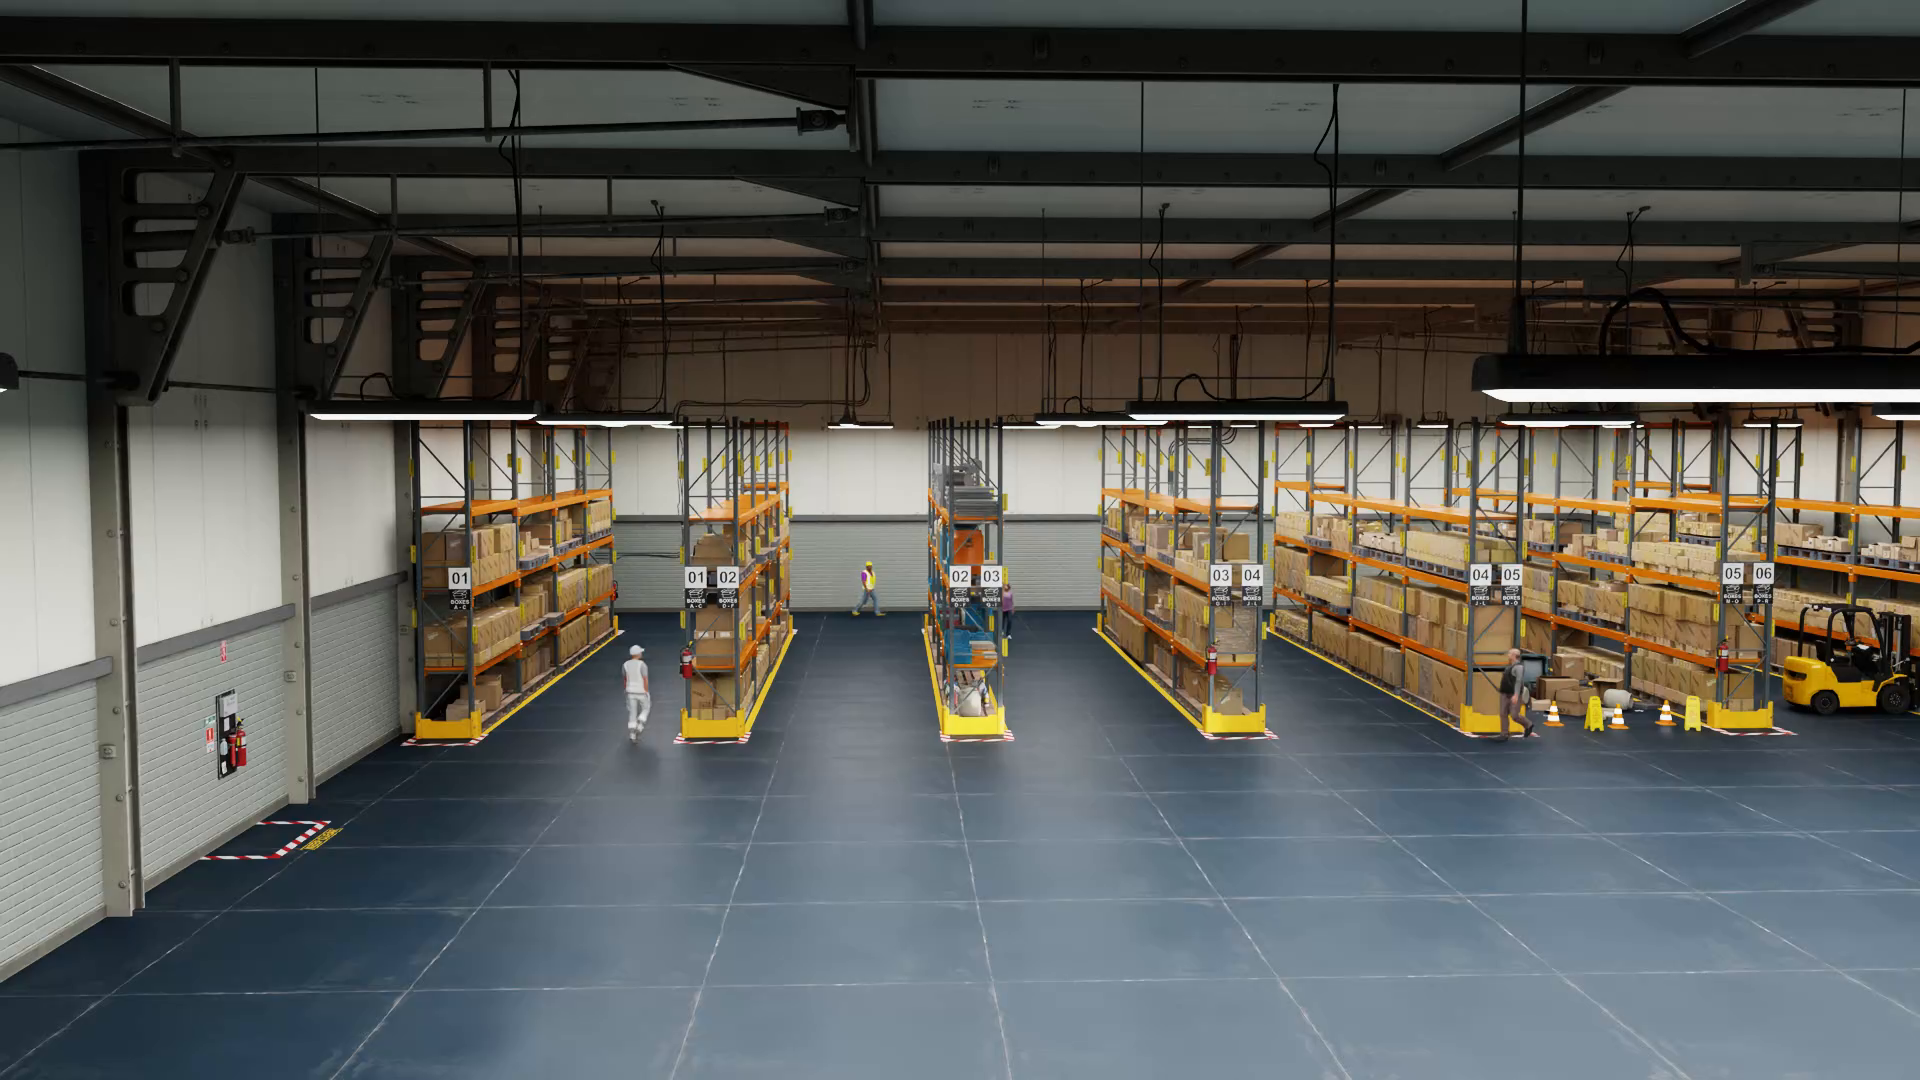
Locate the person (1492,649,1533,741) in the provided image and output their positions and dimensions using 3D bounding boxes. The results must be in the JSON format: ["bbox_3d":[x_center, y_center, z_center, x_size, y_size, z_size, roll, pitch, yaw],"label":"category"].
[{"bbox_3d":[10.227,2.860,30.711,0.715,1.712,0.512,-2,4,-27],"label":"person"}]

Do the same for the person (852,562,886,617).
[{"bbox_3d":[-2.815,1.529,51.312,1.042,1.723,0.673,1,4,15],"label":"person"}]

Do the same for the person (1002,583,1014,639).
[{"bbox_3d":[1.267,1.943,45.982,0.478,1.547,0.823,-1,4,-8],"label":"person"}]

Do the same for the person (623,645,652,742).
[{"bbox_3d":[-5.943,2.817,30.625,0.538,1.788,0.462,0,4,0],"label":"person"}]
